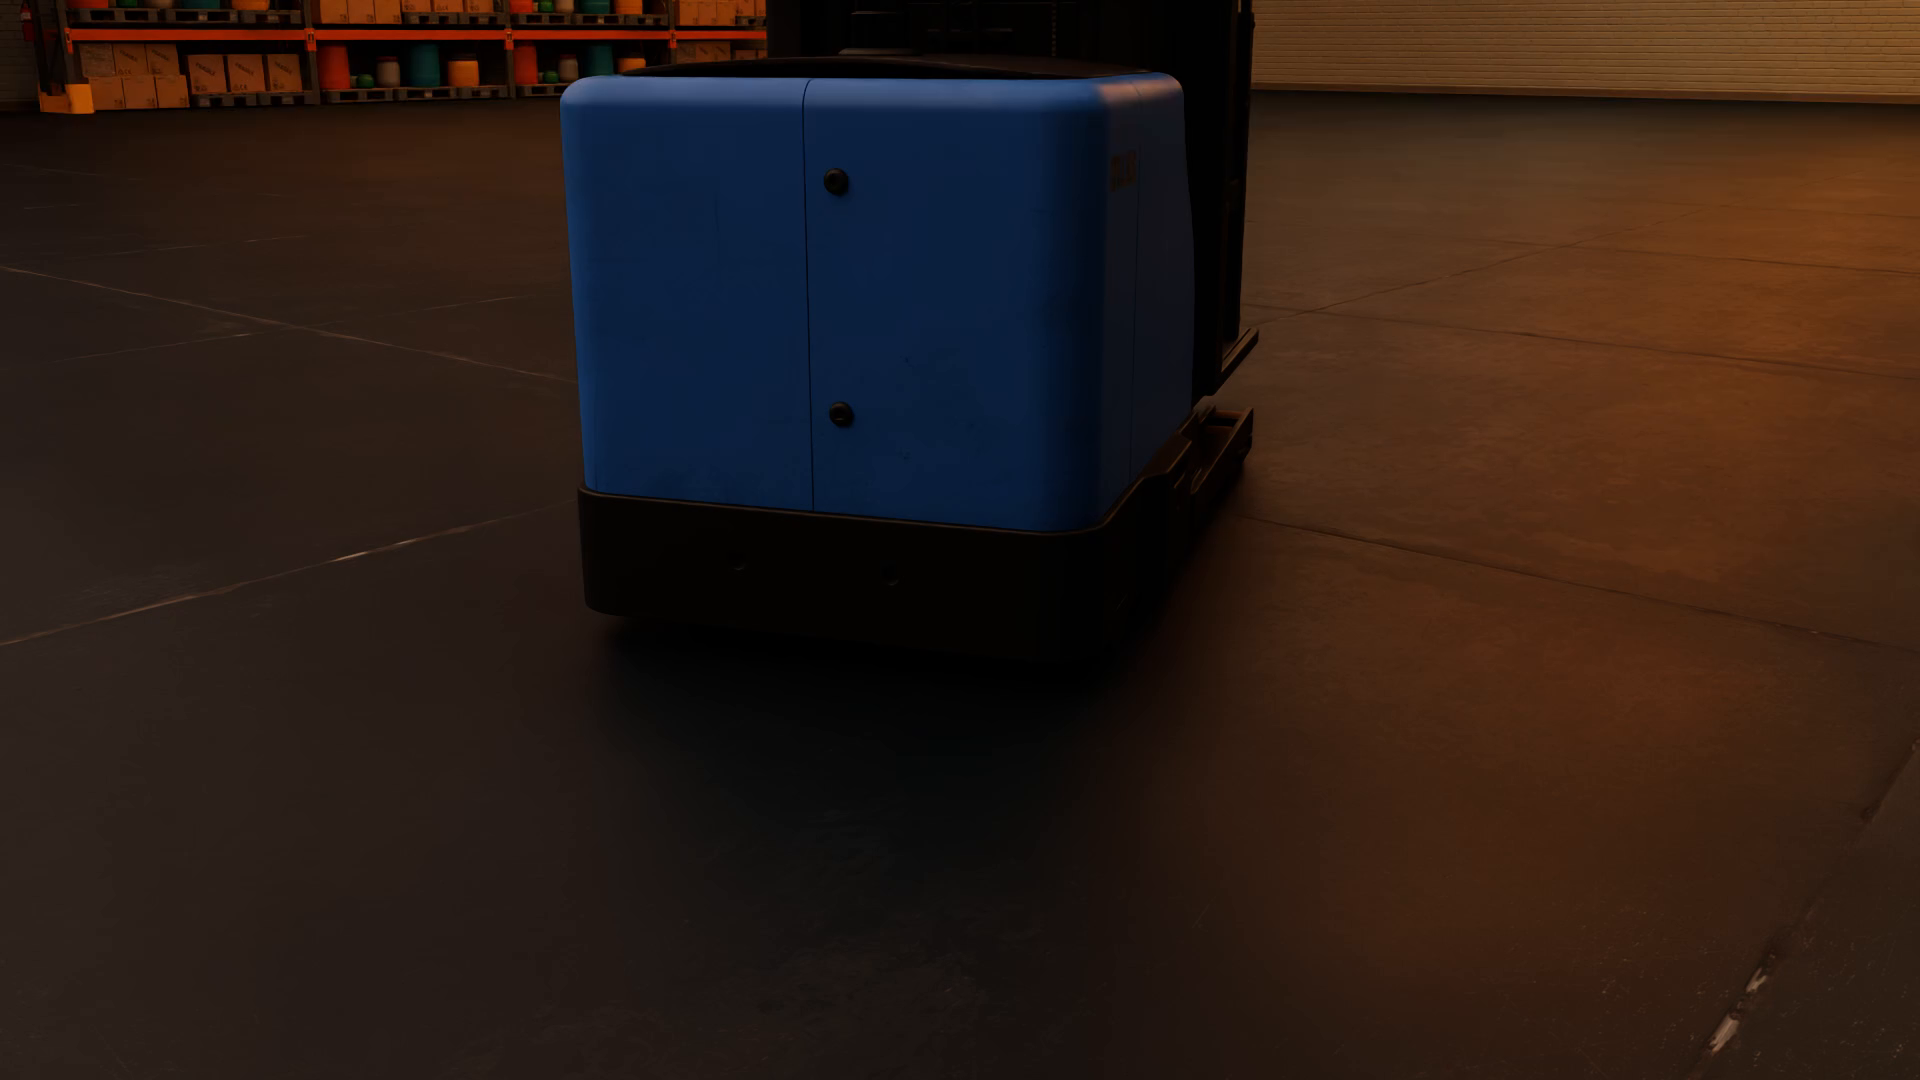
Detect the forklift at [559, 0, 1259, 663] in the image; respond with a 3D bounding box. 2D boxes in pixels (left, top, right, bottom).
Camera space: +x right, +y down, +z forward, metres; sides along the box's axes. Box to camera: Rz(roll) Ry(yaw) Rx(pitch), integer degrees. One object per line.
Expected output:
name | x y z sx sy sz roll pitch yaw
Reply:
forklift | 0.182 -1.571 4.072 1.130 2.935 3.031 5 18 17
